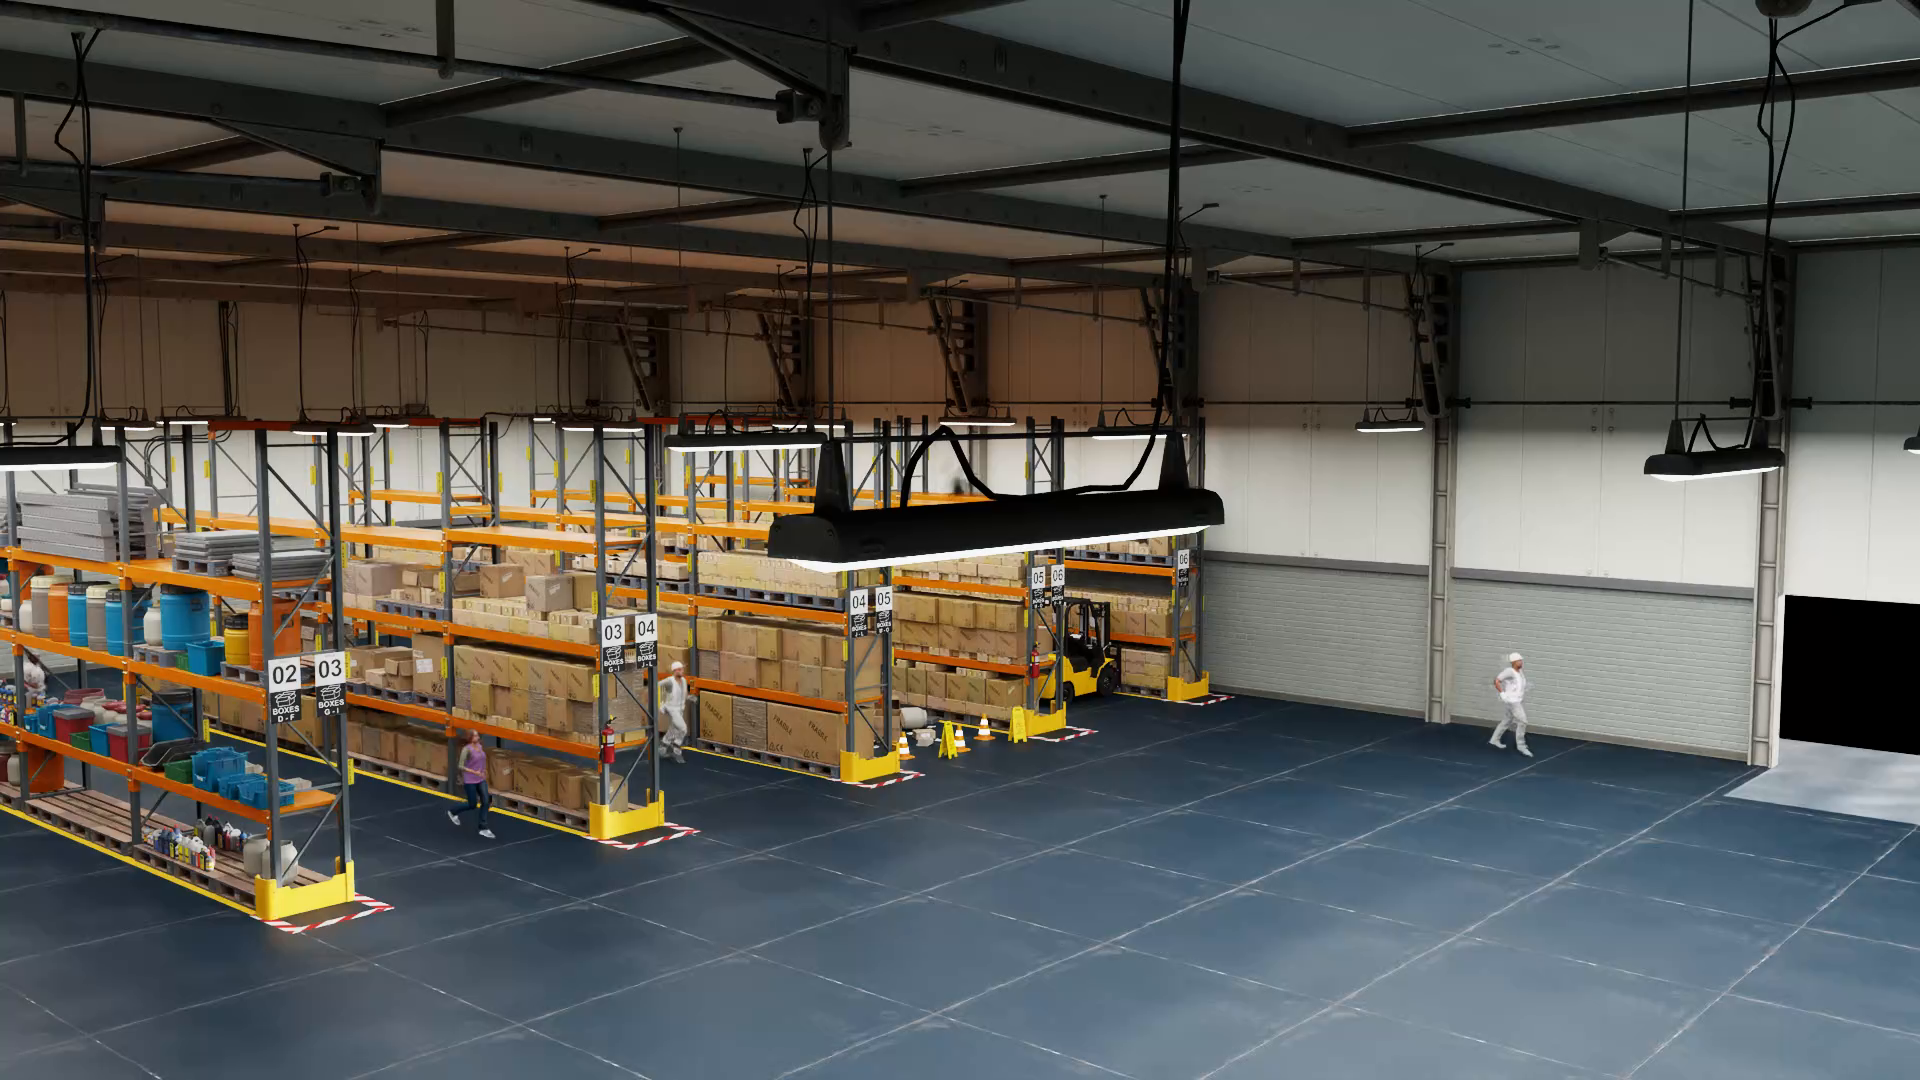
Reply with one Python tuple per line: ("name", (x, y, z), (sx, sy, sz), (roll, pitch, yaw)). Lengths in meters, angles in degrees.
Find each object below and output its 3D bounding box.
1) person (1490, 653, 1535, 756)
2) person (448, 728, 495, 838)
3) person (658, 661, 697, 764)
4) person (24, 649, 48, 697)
("person", (9.966, 2.942, 29.984), (0.790, 1.836, 0.690), (3, 5, 29))
("person", (-7.126, 3.533, 24.272), (0.812, 1.596, 0.538), (2, 5, 25))
("person", (-5.002, 3.026, 29.248), (0.838, 1.807, 0.565), (2, 5, 27))
("person", (-17.574, 2.889, 31.477), (0.886, 1.688, 0.571), (2, 5, 26))
